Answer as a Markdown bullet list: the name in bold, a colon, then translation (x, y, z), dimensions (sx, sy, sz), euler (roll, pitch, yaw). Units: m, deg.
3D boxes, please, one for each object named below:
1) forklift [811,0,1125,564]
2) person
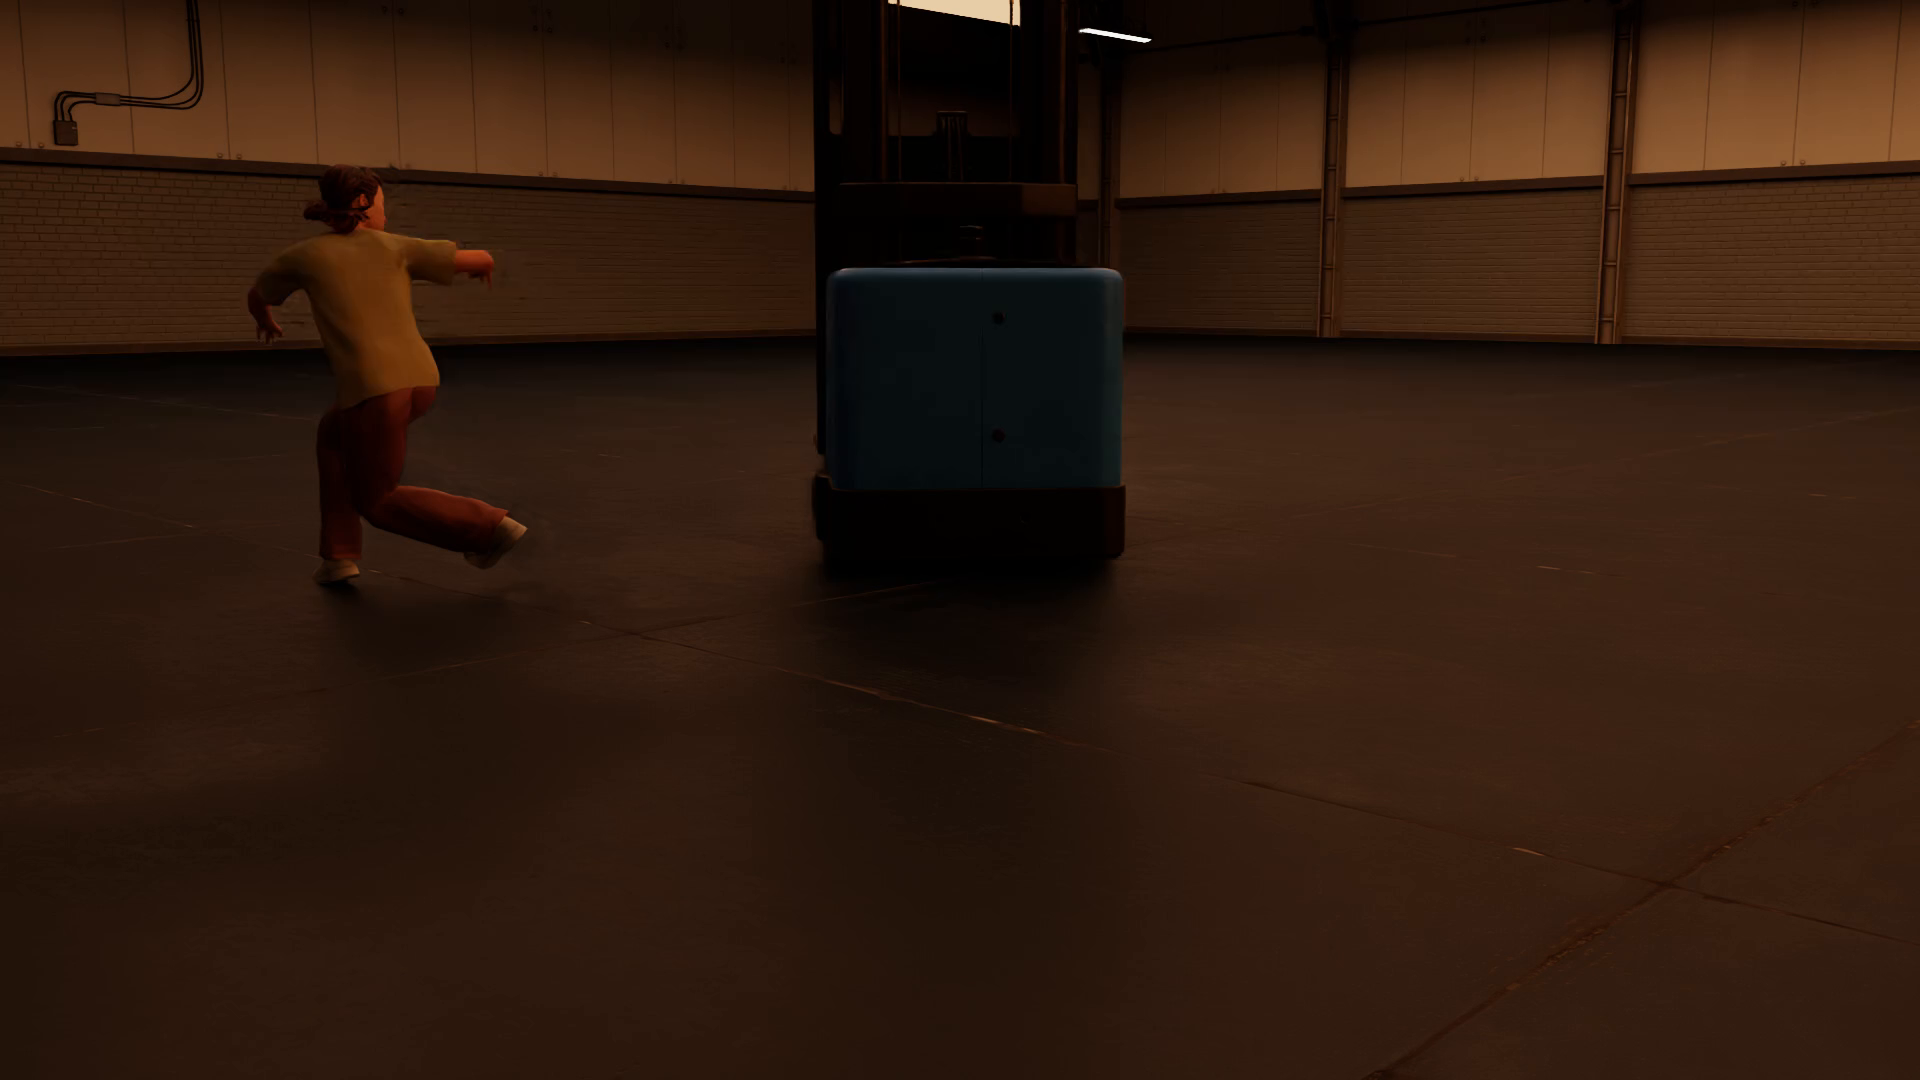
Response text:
- **forklift**: translation (-0.087, -1.541, 7.111), dimensions (1.130, 2.935, 3.031), euler (-1, 9, -6)
- **person**: translation (-1.955, -0.551, 5.700), dimensions (1.063, 1.434, 0.763), euler (7, 11, 40)
